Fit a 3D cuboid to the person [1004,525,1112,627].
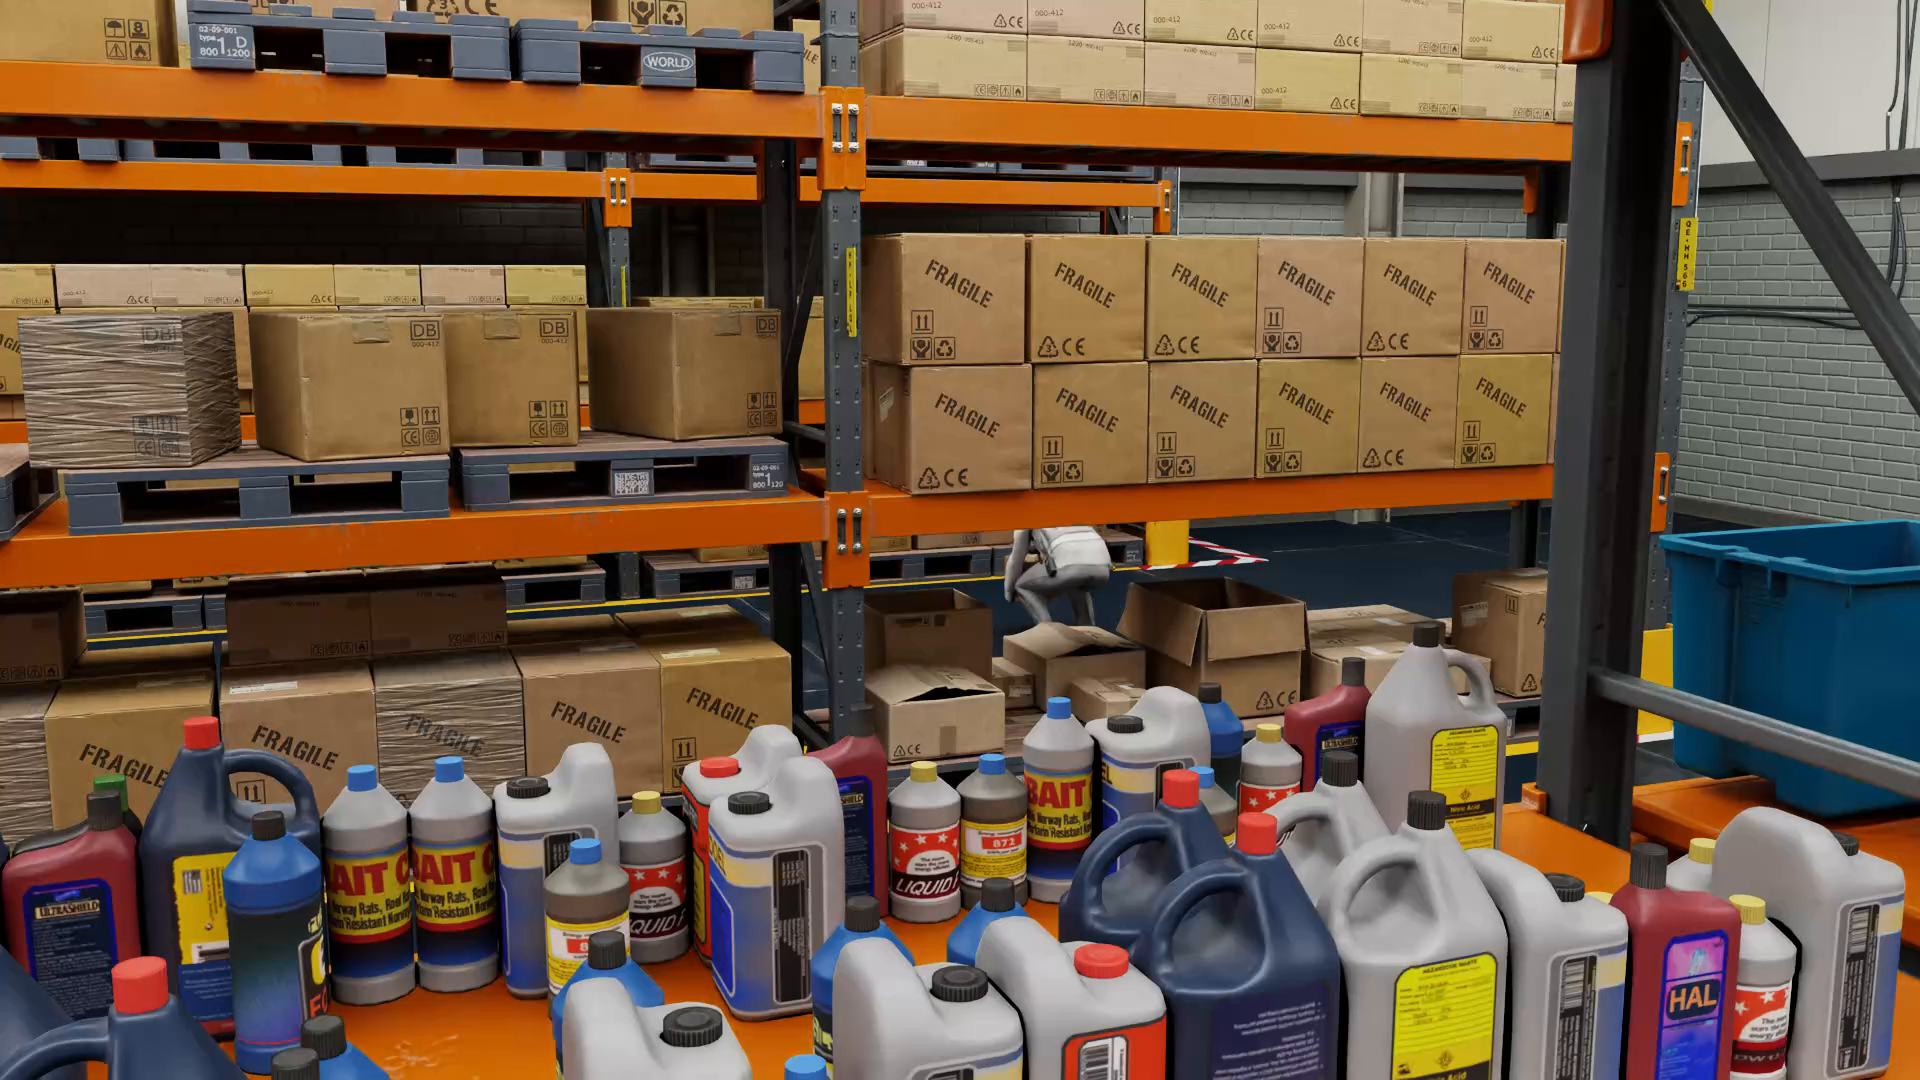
[{"bbox_3d":[0.563,0.126,9.797,0.464,0.981,0.853,-4,10,-22],"label":"person"}]
